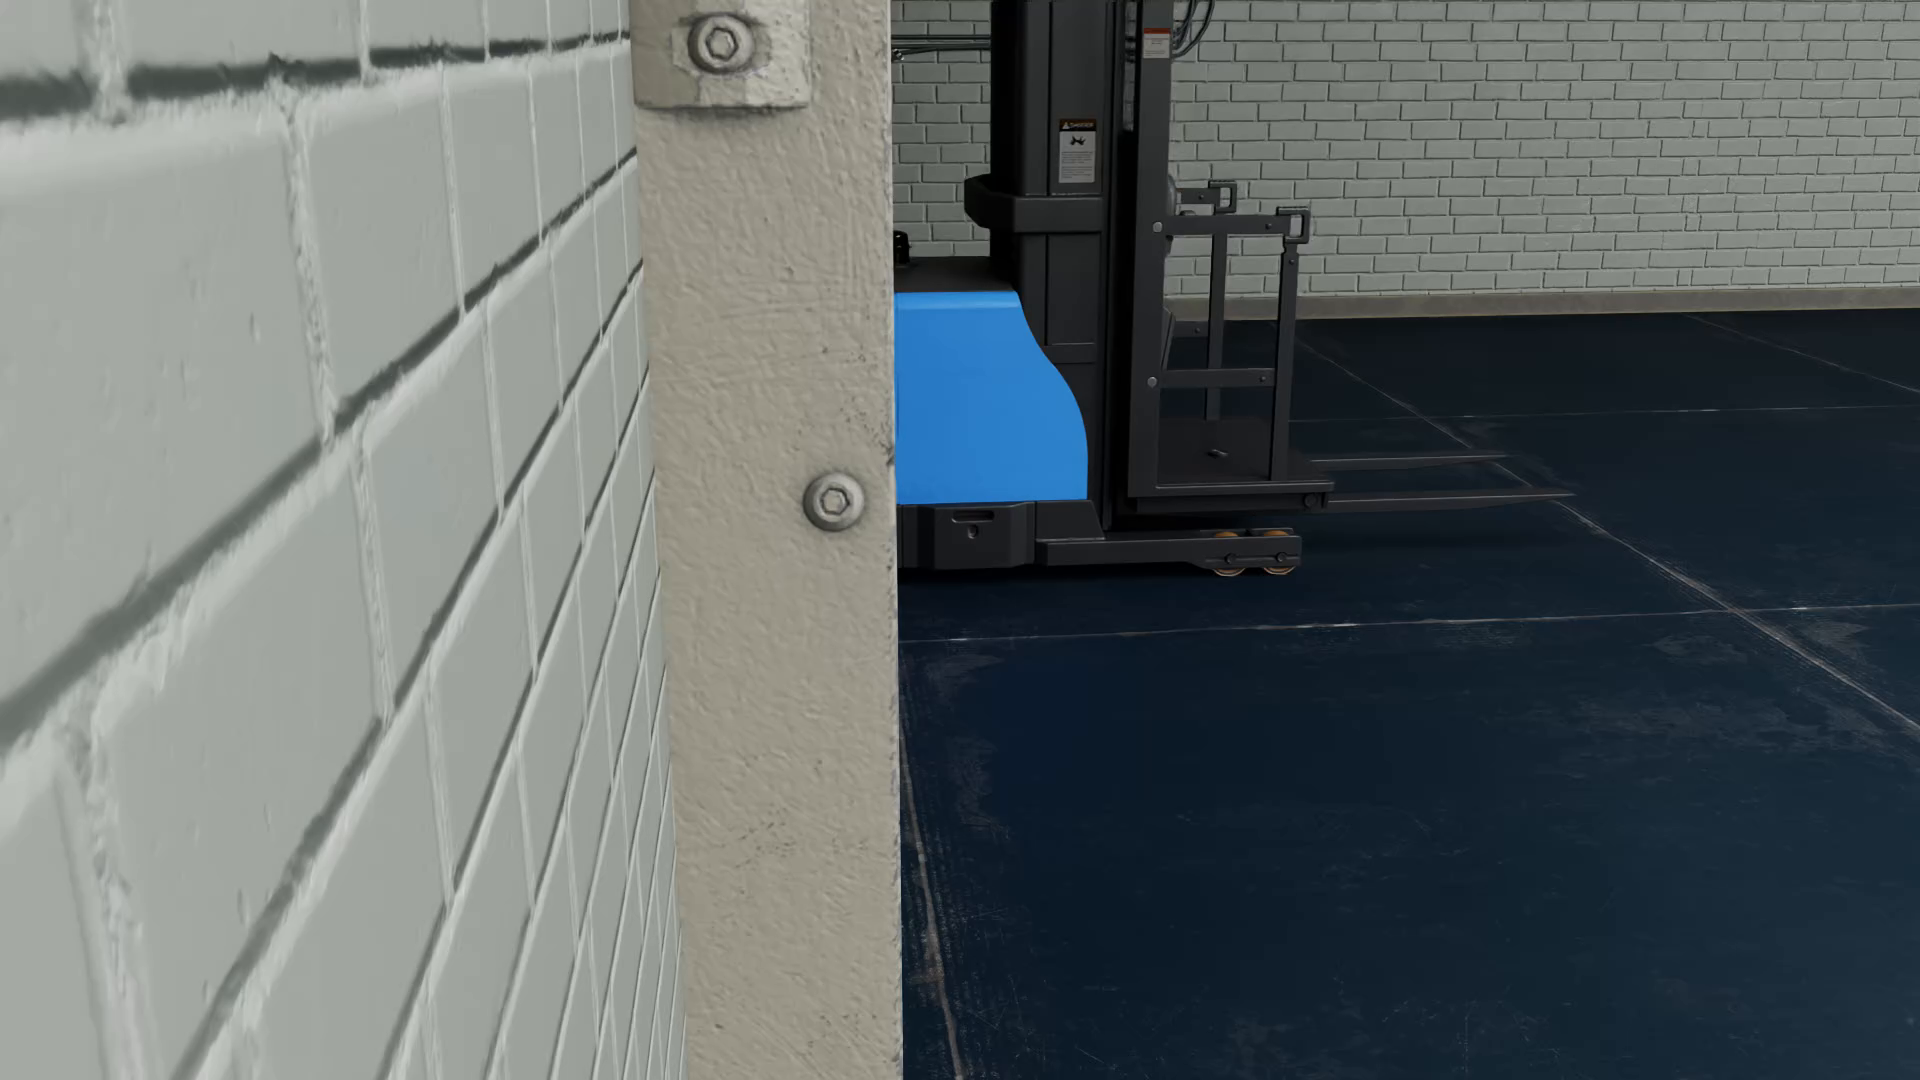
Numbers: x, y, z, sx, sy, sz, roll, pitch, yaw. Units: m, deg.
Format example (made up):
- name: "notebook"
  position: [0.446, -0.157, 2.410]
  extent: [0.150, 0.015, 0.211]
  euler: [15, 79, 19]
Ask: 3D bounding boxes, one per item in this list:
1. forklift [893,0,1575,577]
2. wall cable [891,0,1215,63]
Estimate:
- name: "forklift"
  position: [0.864, -1.416, 6.295]
  extent: [3.031, 2.935, 1.130]
  euler: [-2, 18, -6]
- name: "wall cable"
  position: [0.138, -4.271, 10.442]
  extent: [3.097, 2.526, 0.112]
  euler: [-2, 18, -6]
